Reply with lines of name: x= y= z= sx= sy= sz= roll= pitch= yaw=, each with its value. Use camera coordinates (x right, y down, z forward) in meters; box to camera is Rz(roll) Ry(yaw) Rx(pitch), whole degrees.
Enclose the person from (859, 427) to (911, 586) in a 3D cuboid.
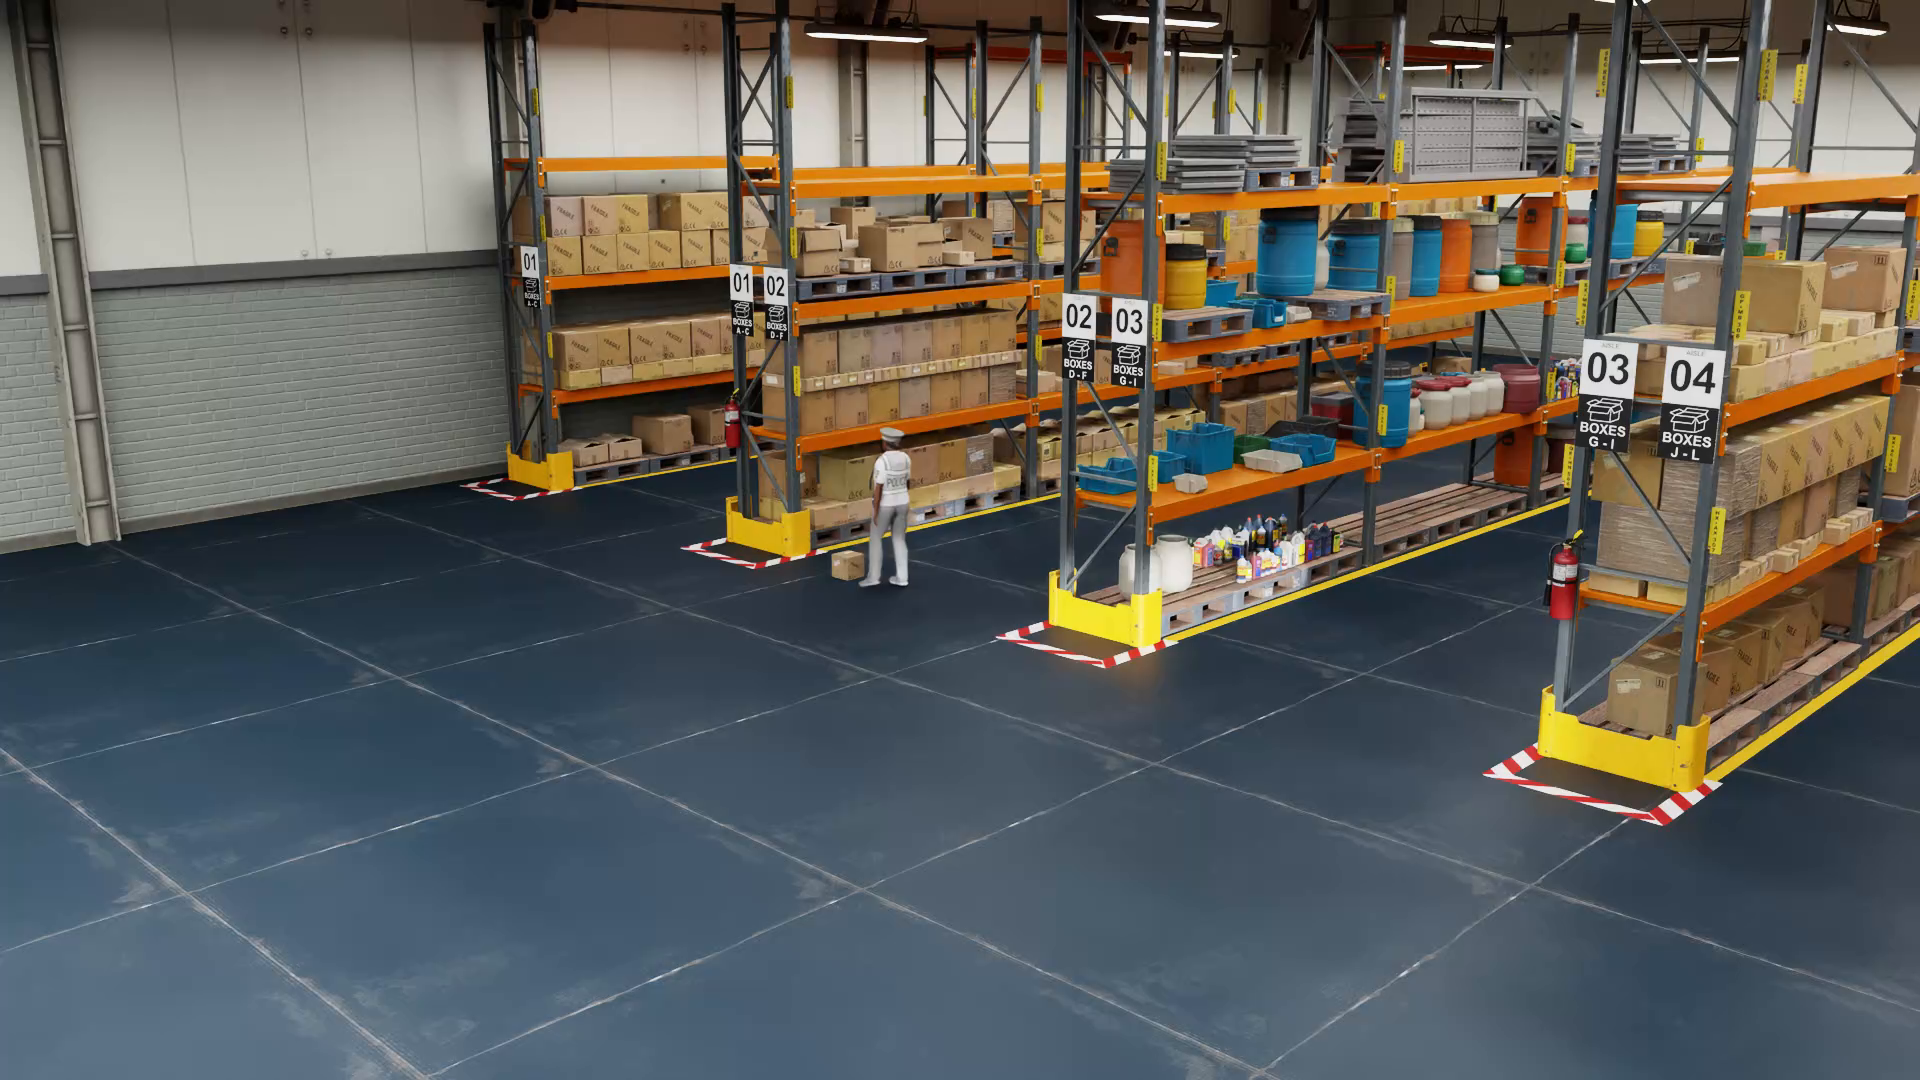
person: x=-0.760 y=-0.333 z=17.337 sx=0.493 sy=1.699 sz=0.479 roll=-10 pitch=17 yaw=-36
